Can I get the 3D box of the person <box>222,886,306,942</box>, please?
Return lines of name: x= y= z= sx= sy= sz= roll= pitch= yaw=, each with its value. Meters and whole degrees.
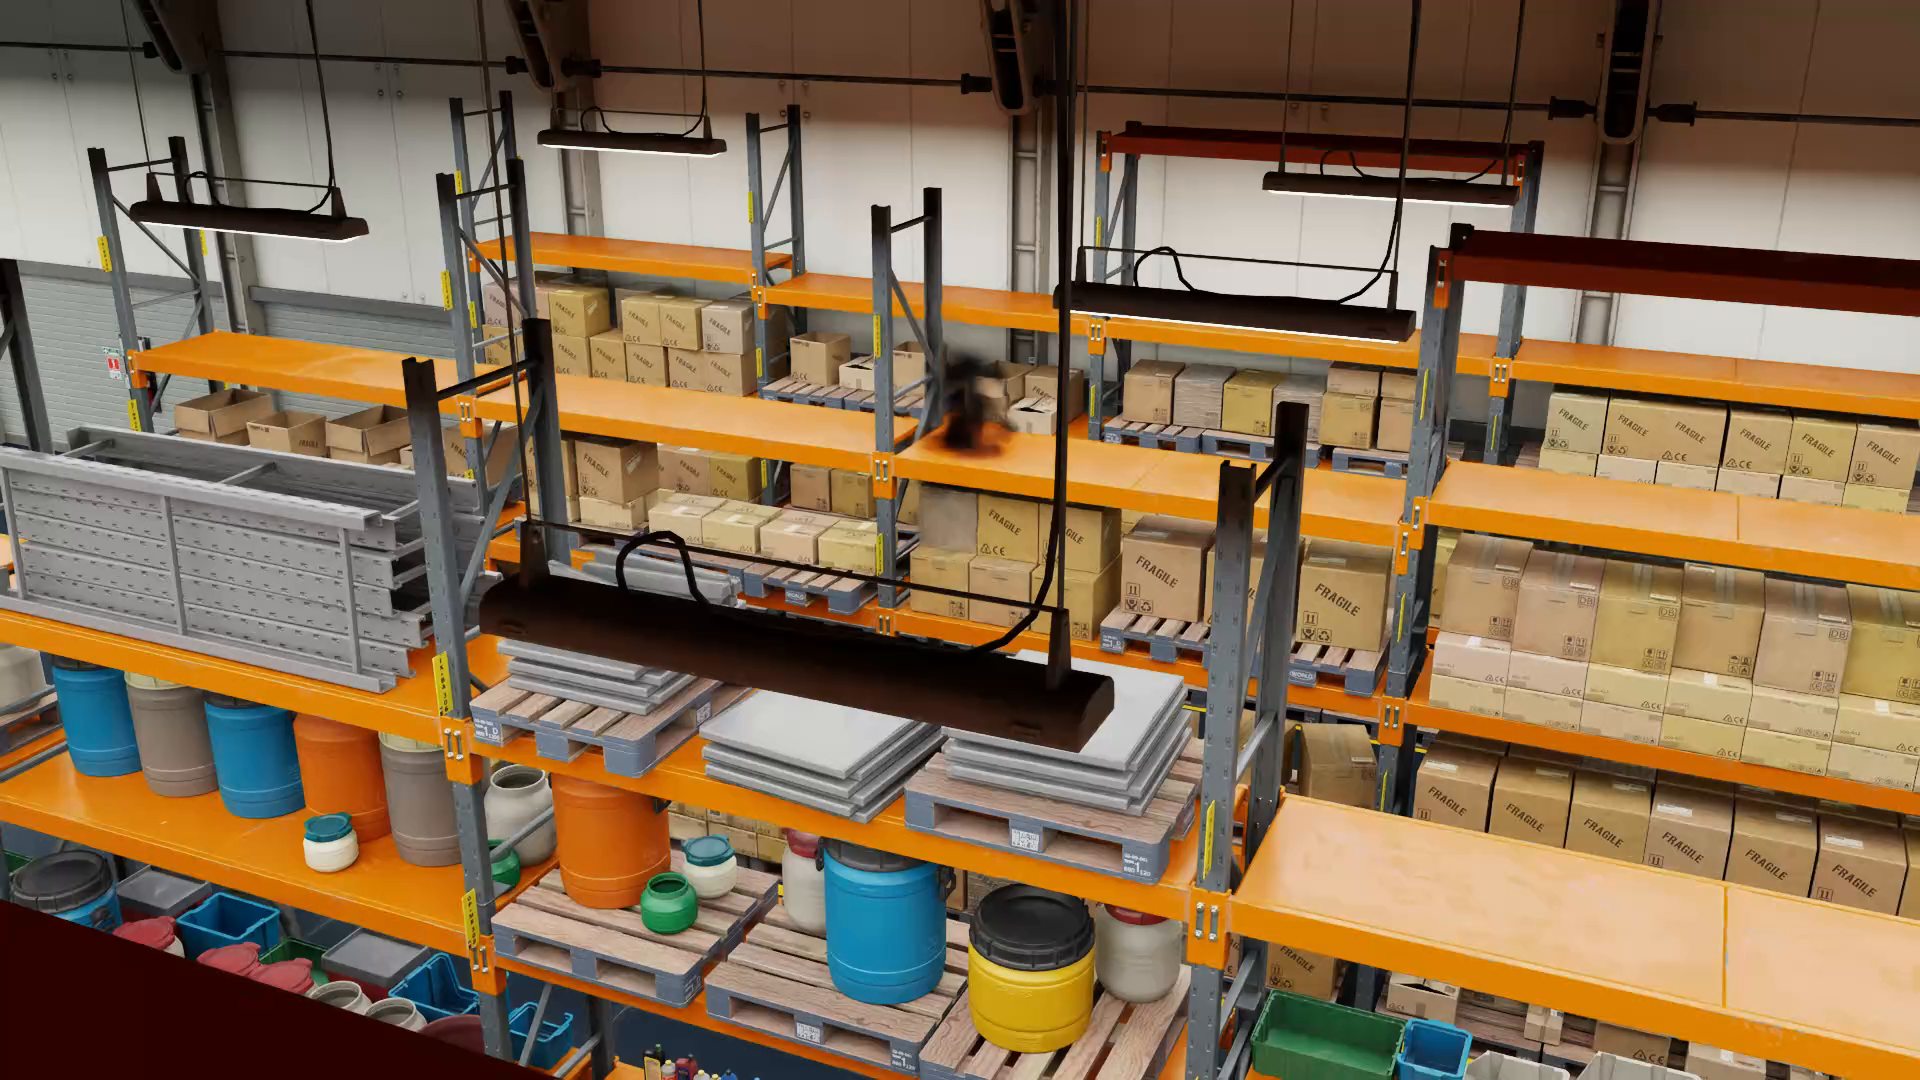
person: x=-5.716 y=2.594 z=13.445 sx=0.688 sy=1.664 sz=0.544 roll=8 pitch=22 yaw=21
